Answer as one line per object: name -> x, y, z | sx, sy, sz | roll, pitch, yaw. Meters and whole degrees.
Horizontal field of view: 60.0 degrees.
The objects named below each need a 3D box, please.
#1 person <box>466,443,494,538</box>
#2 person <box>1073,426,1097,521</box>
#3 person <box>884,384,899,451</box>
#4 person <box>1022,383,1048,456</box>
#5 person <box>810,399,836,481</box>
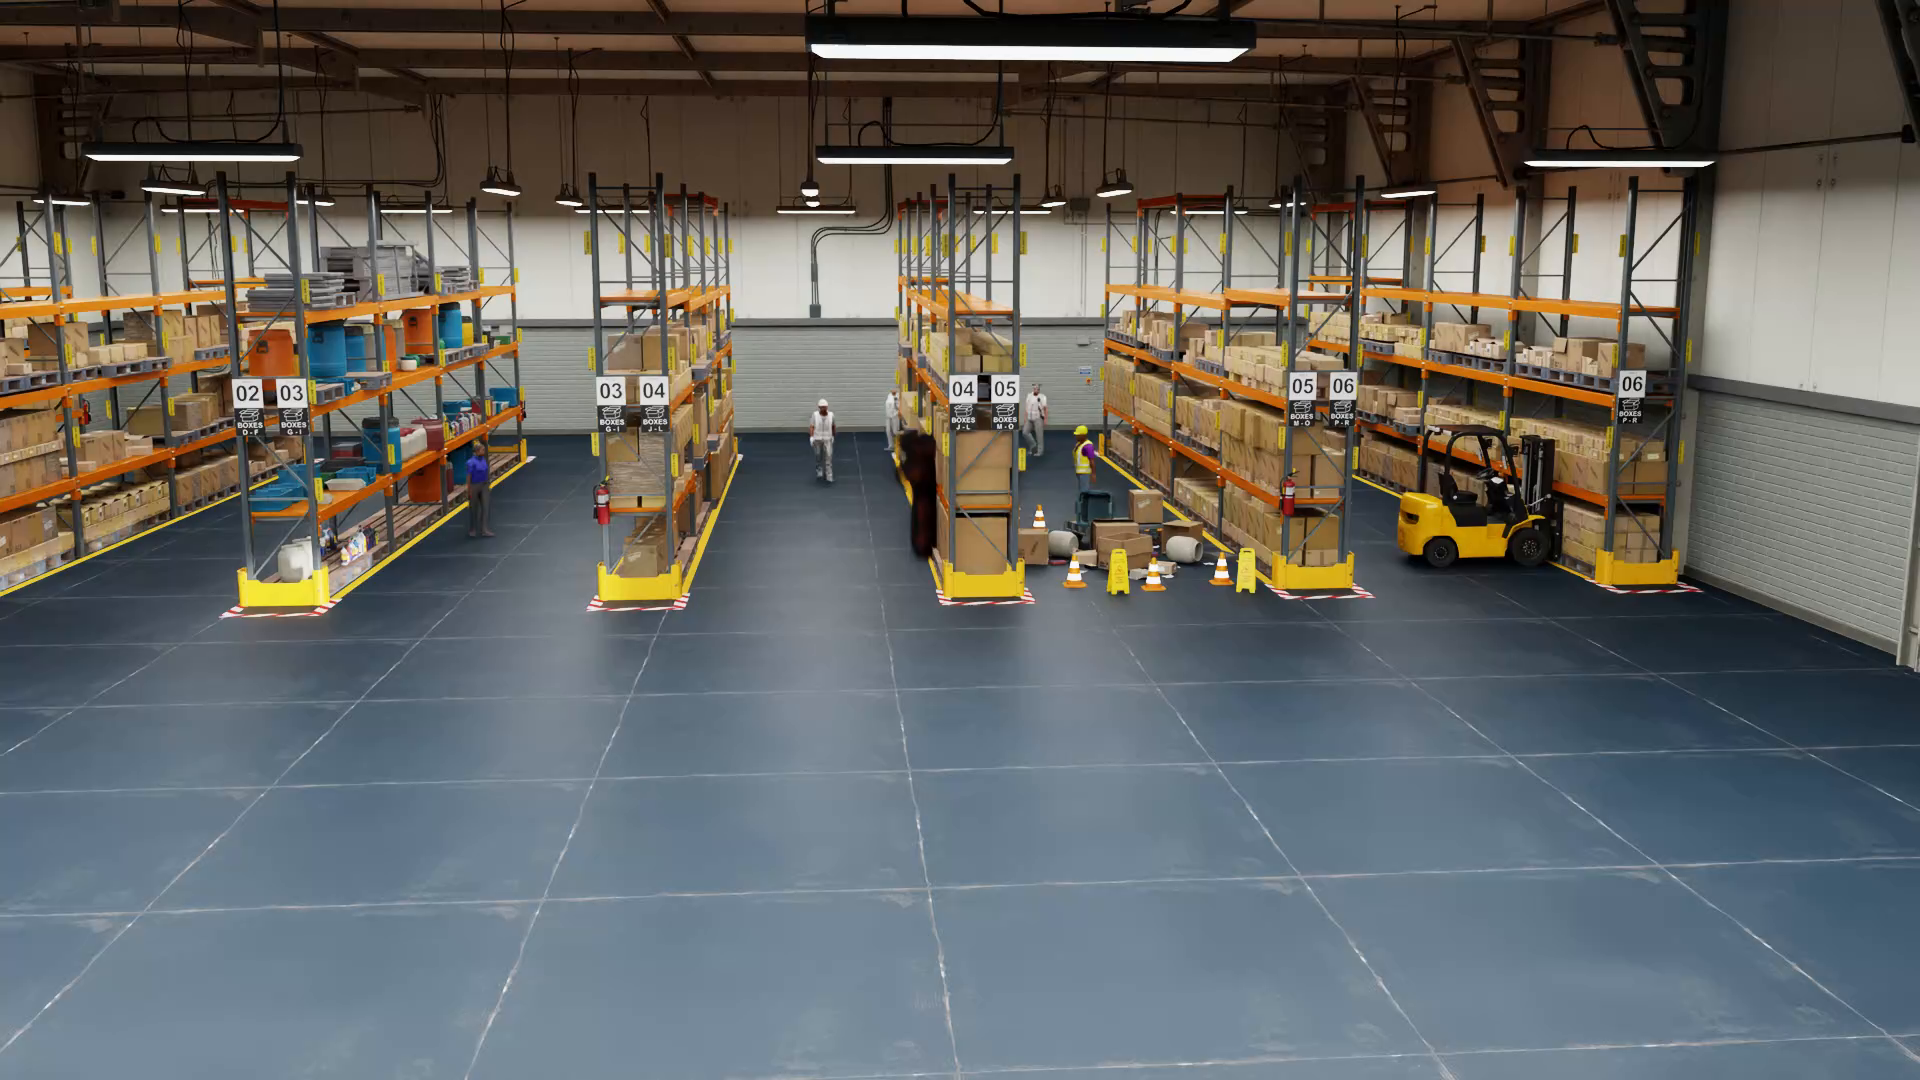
person -> -8.421, -0.872, 28.941 | 0.446, 1.658, 0.446 | -8, 13, -39
person -> 2.277, -1.221, 30.483 | 0.437, 1.769, 0.617 | 0, 10, 0
person -> -1.588, -3.032, 41.027 | 0.615, 1.644, 0.491 | -8, 13, -38
person -> 1.824, -2.910, 40.177 | 0.579, 1.777, 0.409 | 9, 13, 42
person -> -2.957, -2.172, 35.890 | 0.571, 1.738, 0.972 | -1, 10, -7
